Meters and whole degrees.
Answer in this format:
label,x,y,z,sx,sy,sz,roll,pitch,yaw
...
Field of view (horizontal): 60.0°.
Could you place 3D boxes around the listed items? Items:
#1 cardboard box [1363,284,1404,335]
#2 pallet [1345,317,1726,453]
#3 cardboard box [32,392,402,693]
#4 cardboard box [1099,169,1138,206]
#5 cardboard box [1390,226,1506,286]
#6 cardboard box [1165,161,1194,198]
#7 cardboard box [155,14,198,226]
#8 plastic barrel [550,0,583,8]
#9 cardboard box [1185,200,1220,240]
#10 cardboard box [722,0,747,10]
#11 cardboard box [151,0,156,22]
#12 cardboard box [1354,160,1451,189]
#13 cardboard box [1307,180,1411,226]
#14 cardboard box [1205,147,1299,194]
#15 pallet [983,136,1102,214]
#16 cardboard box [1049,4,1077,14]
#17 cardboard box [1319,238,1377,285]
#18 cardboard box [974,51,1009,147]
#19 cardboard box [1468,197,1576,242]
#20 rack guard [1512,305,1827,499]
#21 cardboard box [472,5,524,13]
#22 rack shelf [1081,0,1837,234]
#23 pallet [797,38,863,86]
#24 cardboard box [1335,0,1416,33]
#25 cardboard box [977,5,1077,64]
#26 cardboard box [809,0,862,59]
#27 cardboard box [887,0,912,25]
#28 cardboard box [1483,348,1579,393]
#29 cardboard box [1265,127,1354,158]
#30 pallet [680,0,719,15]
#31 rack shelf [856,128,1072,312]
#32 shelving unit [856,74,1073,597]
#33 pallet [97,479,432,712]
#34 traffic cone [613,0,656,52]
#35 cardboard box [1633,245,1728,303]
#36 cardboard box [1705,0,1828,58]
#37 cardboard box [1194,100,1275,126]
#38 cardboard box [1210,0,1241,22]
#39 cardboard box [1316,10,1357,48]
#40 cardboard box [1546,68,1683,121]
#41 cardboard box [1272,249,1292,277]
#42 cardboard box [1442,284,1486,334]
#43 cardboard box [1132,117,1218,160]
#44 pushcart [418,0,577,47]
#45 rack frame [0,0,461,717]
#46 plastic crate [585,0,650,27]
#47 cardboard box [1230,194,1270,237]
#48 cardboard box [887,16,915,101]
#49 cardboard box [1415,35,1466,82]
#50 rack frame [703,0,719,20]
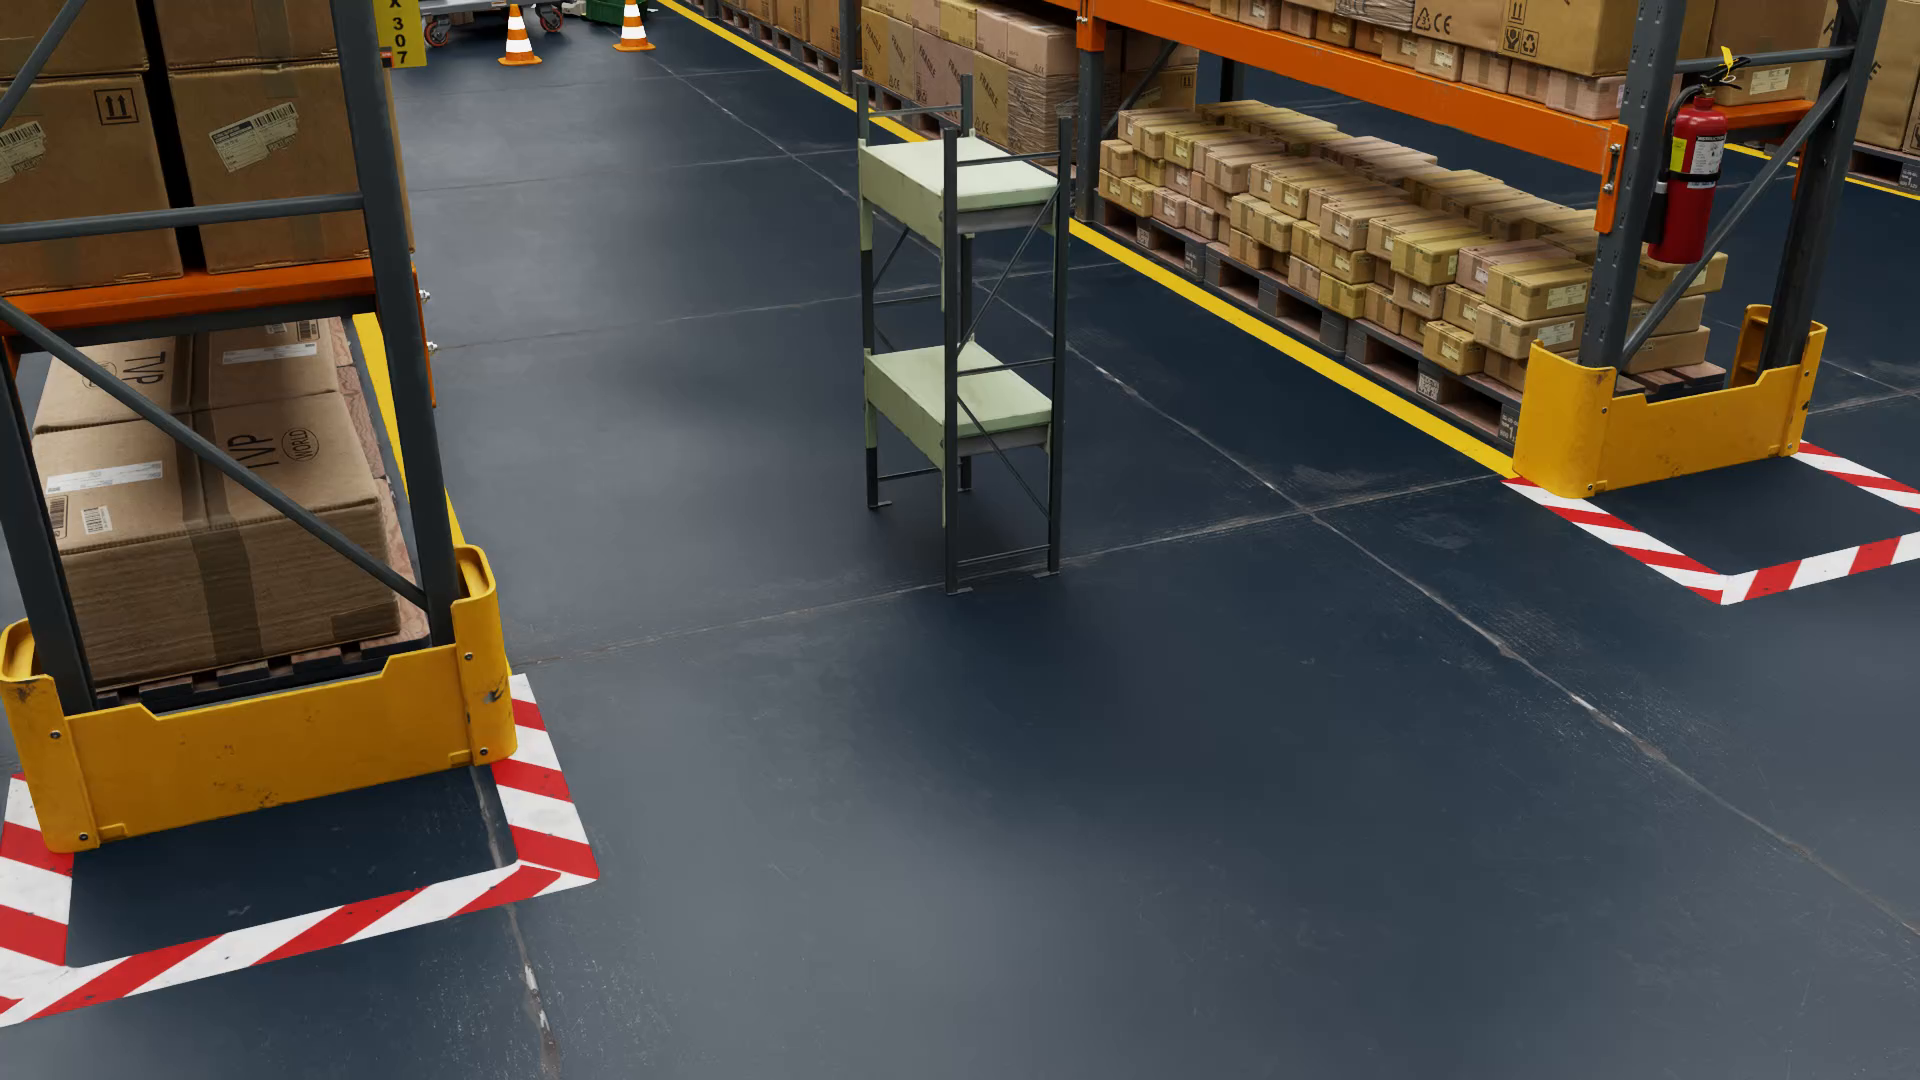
label,x,y,z,sx,sy,sz,roll,pitch,yaw
cardboard box,1.978,-1.016,7.183,0.380,0.149,0.250,-10,28,-20
pallet,2.388,-0.738,7.022,1.003,0.211,1.213,-11,28,-21
cardboard box,-2.162,-0.022,4.818,0.875,0.438,0.875,-12,28,-22
cardboard box,0.984,-1.947,9.089,0.380,0.149,0.250,-12,28,-23
cardboard box,1.999,-1.166,6.812,0.380,0.149,0.250,-11,28,-22
cardboard box,1.294,-1.903,8.659,0.380,0.149,0.250,-11,28,-21
cardboard box,-1.959,-1.223,4.722,0.500,0.500,0.500,-11,28,-21
plastic barrel,-3.852,-5.508,16.548,0.512,0.421,0.421,8,27,15
cardboard box,1.378,-1.654,8.490,0.380,0.149,0.250,-11,28,-22
cardboard box,-1.670,-5.414,15.505,1.050,0.750,0.750,-11,28,-21
cardboard box,-2.638,-1.341,4.963,0.500,0.500,0.500,-10,28,-19
cardboard box,2.090,-1.684,7.874,0.380,0.149,0.250,-11,28,-20
cardboard box,1.798,-1.506,7.507,0.380,0.149,0.250,-12,28,-22
cardboard box,1.426,-1.809,8.128,0.380,0.149,0.250,-10,28,-19
pallet,0.830,-2.302,10.225,1.003,0.211,1.213,-11,28,-21
cardboard box,0.880,-3.202,10.405,0.500,0.250,0.500,-10,28,-19
cardboard box,1.814,-1.248,7.320,0.380,0.149,0.250,-10,28,-20
cardboard box,0.414,-2.770,10.374,0.500,0.500,0.500,-11,28,-22
cardboard box,2.438,-1.372,7.233,0.380,0.149,0.250,-12,28,-23
rack guard,2.673,-0.534,6.274,1.175,0.500,0.348,-11,28,-21
cardboard box,-4.687,-5.484,16.253,0.797,0.637,0.503,-11,28,-21
rack shelf,1.920,-2.111,7.474,1.077,0.370,4.000,-11,28,-21
pallet,-0.669,-3.934,13.568,1.003,0.211,1.213,-11,28,-21
cardboard box,1.886,-2.354,6.700,0.500,0.500,0.500,-10,28,-20
cardboard box,0.423,-3.111,10.218,0.500,0.250,0.500,-9,28,-18
cardboard box,-0.586,-4.295,13.214,1.050,0.750,0.750,-11,28,-21
cardboard box,-0.184,-3.734,11.495,0.500,0.250,0.500,-11,28,-21
cardboard box,2.305,-0.711,6.558,0.380,0.149,0.250,-10,28,-20
cardboard box,1.786,-2.004,8.528,0.380,0.149,0.250,-10,28,-19
pallet,-2.222,-5.538,16.853,1.003,0.211,1.213,-11,28,-21
rack shelf,-0.003,-1.027,5.255,0.431,0.370,0.720,-11,28,-21
shelving unit,-0.003,-0.677,5.426,0.431,1.500,0.755,-11,28,-21
pallet,-2.197,0.208,5.083,1.003,0.211,1.213,-11,28,-21
traffic cone,-2.861,-4.530,14.501,0.336,0.463,0.334,-11,28,-21
cardboard box,2.811,-1.072,6.618,0.380,0.149,0.250,-12,28,-23
cardboard box,2.782,-2.034,6.044,0.500,0.500,0.500,-9,28,-18
cardboard box,1.516,-2.318,9.170,0.380,0.149,0.250,-10,28,-19
cardboard box,1.408,-2.544,7.828,0.380,0.149,0.250,-10,28,-20
cardboard box,1.773,-2.236,7.198,0.380,0.149,0.250,-10,28,-20
cardboard box,2.315,-1.597,5.888,0.380,0.149,0.250,-11,28,-21
cardboard box,1.702,-1.337,7.841,0.380,0.149,0.250,-10,28,-19
cardboard box,2.181,-0.947,6.702,0.380,0.149,0.250,-11,28,-22
cardboard box,1.134,-2.120,8.767,0.380,0.149,0.250,-9,27,-18
pushcart,-4.433,-4.813,15.178,1.648,0.377,0.936,-22,34,-38
rack frame,-1.812,-0.735,3.837,1.000,3.000,0.127,-11,28,-21
plastic crate,-3.270,-5.078,15.872,0.450,0.188,0.662,12,27,2
cardboard box,1.524,-1.565,7.969,0.380,0.149,0.250,-11,28,-21
cardboard box,-0.187,-3.390,11.645,0.500,0.500,0.500,-10,28,-20
cardboard box,2.019,-1.901,6.512,0.380,0.149,0.250,-10,28,-19
rack frame,-1.996,-6.471,15.585,1.000,3.000,0.127,-11,28,-21
